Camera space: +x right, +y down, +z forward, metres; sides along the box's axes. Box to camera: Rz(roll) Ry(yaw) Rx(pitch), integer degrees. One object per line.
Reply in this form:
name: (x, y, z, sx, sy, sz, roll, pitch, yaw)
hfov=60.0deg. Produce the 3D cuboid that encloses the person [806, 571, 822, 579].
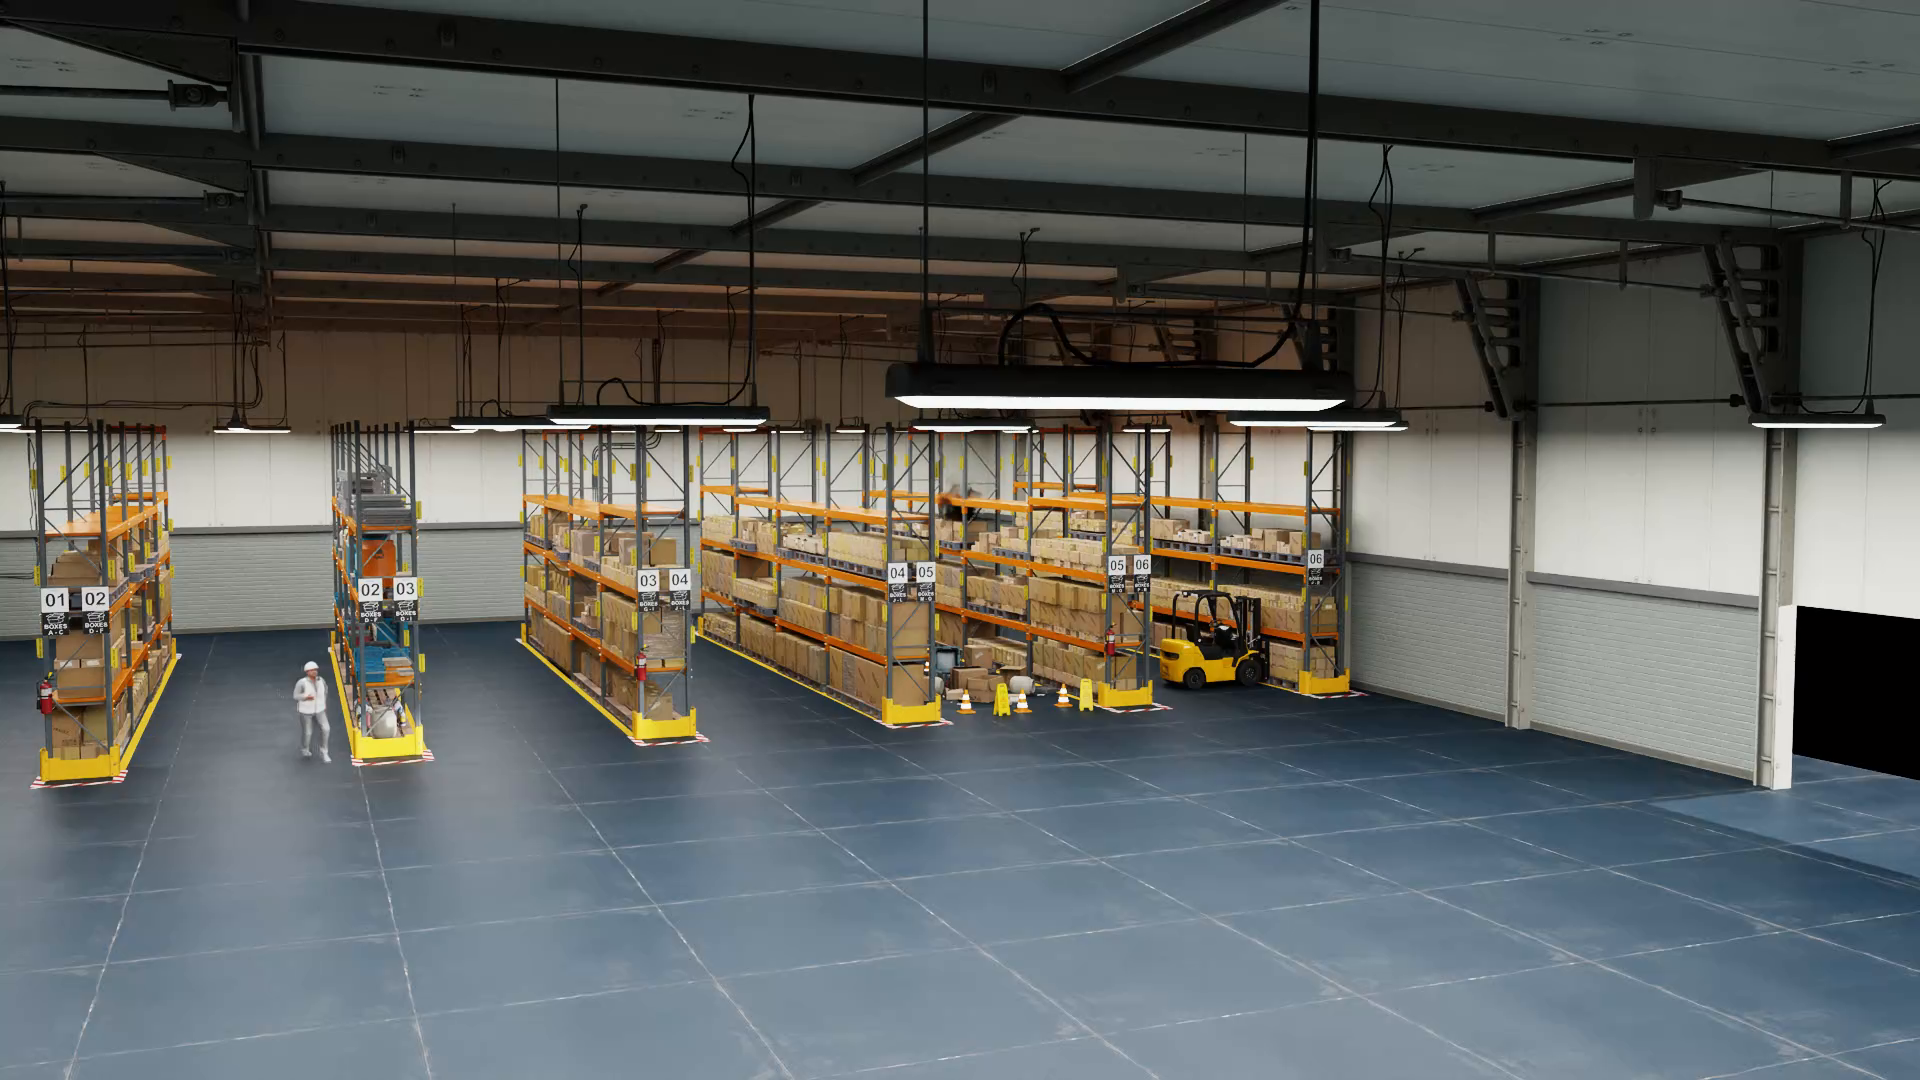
person: (-4.600, 1.641, 51.067, 0.705, 1.823, 0.632, -3, 5, -38)

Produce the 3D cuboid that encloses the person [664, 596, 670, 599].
person: (-8.396, 1.965, 47.196, 0.644, 1.622, 0.662, 0, 4, -7)

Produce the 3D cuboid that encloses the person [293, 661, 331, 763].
person: (-11.395, 3.025, 29.228, 0.680, 1.807, 0.819, -3, 5, -41)
